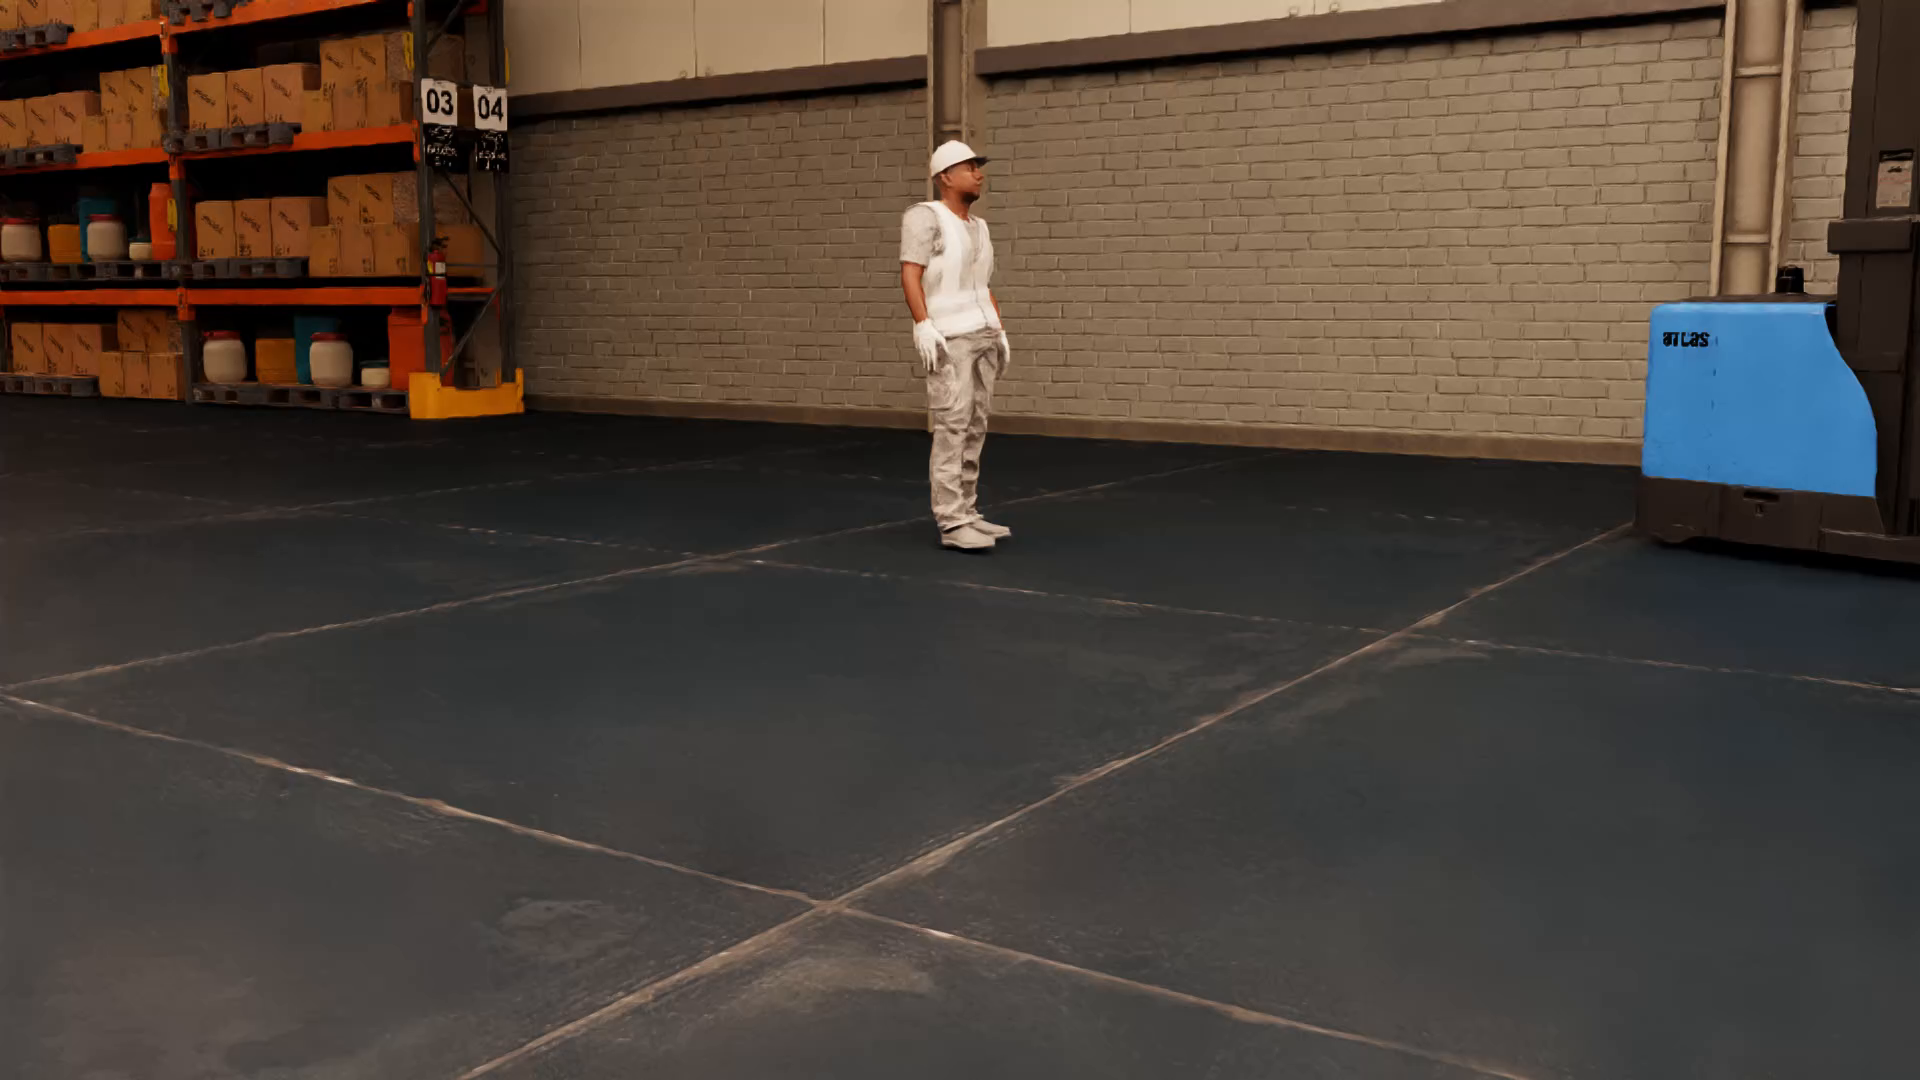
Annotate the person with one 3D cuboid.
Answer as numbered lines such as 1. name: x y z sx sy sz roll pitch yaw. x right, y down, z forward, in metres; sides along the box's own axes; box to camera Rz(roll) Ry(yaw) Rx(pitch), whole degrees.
1. person: 0.055 -0.883 7.431 0.576 1.782 0.655 5 10 34

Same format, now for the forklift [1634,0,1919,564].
1. forklift: 4.322 -1.307 6.385 1.130 2.935 3.031 -6 10 -38
